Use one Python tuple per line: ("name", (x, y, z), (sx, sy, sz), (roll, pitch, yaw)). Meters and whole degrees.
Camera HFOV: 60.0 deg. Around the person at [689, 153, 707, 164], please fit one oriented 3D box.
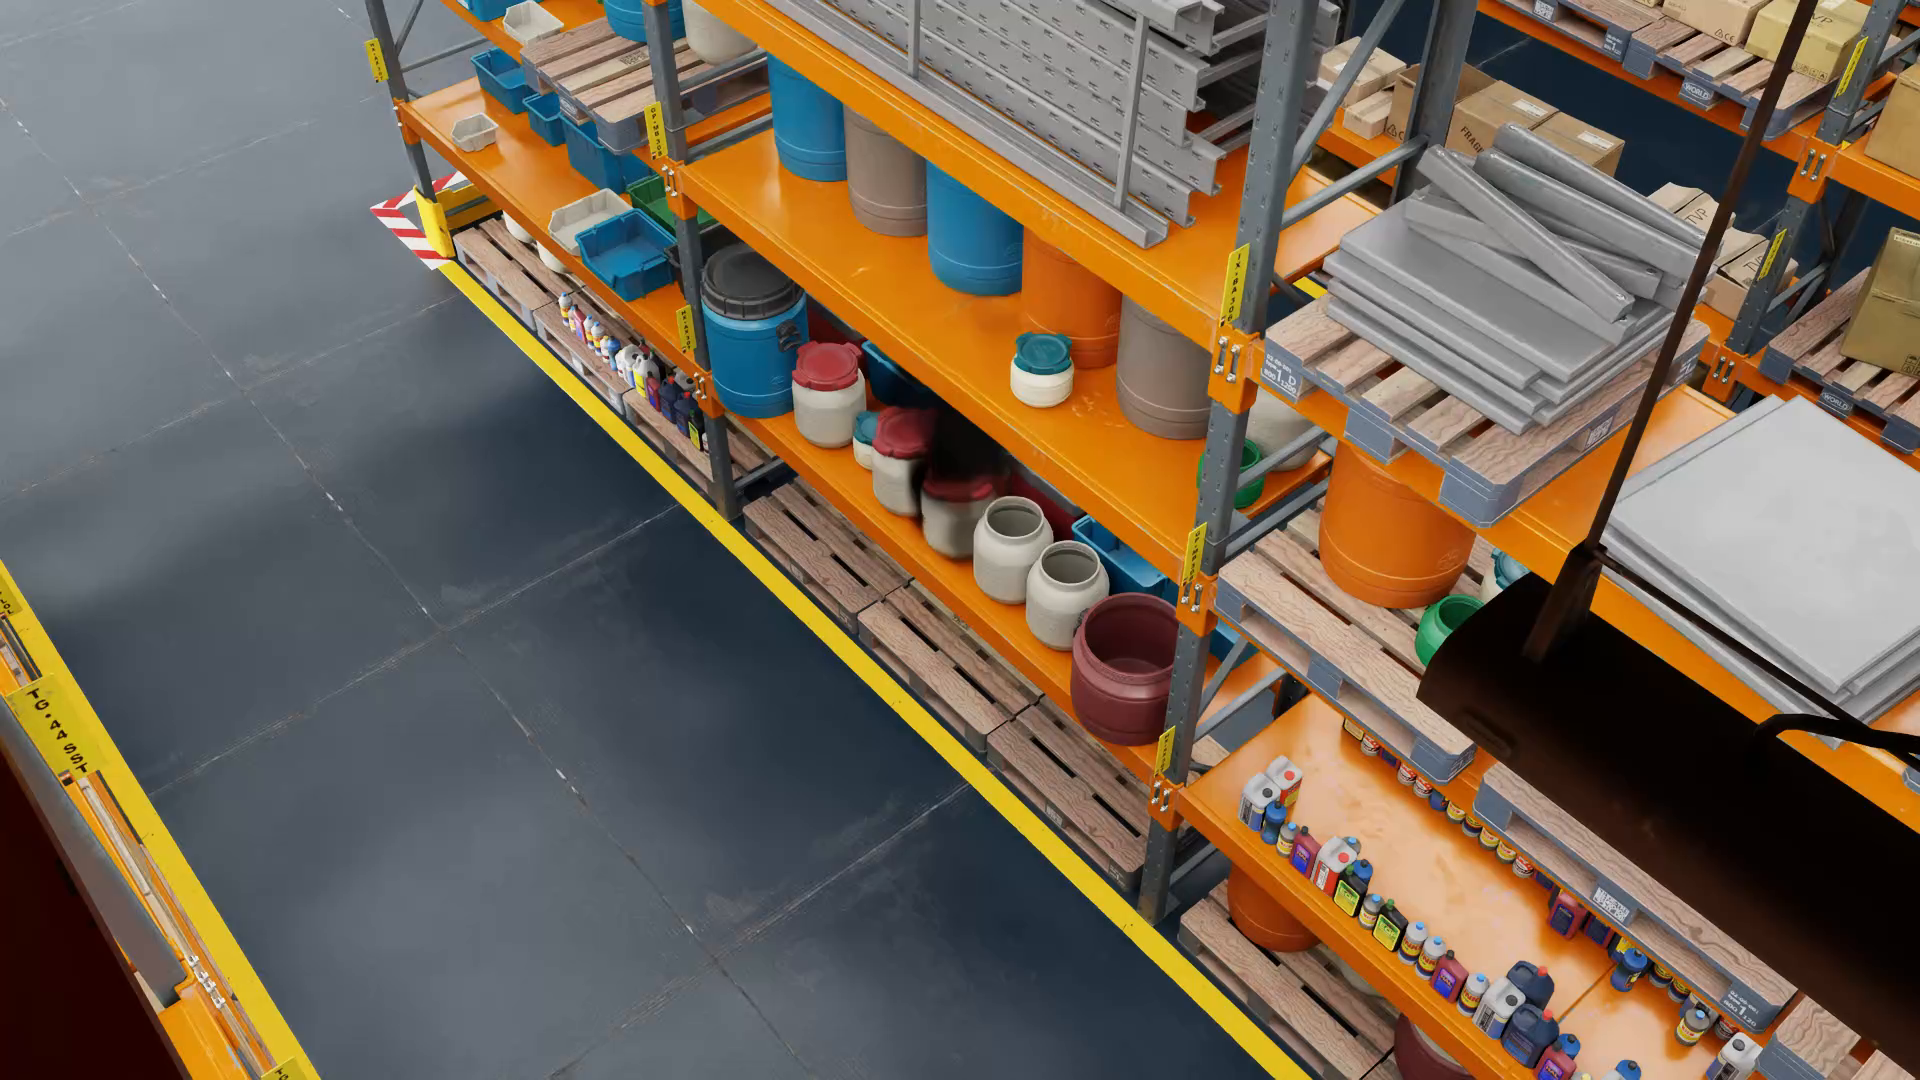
("person", (-2.275, -3.610, 13.201), (0.641, 1.703, 0.694), (22, 50, 20))
